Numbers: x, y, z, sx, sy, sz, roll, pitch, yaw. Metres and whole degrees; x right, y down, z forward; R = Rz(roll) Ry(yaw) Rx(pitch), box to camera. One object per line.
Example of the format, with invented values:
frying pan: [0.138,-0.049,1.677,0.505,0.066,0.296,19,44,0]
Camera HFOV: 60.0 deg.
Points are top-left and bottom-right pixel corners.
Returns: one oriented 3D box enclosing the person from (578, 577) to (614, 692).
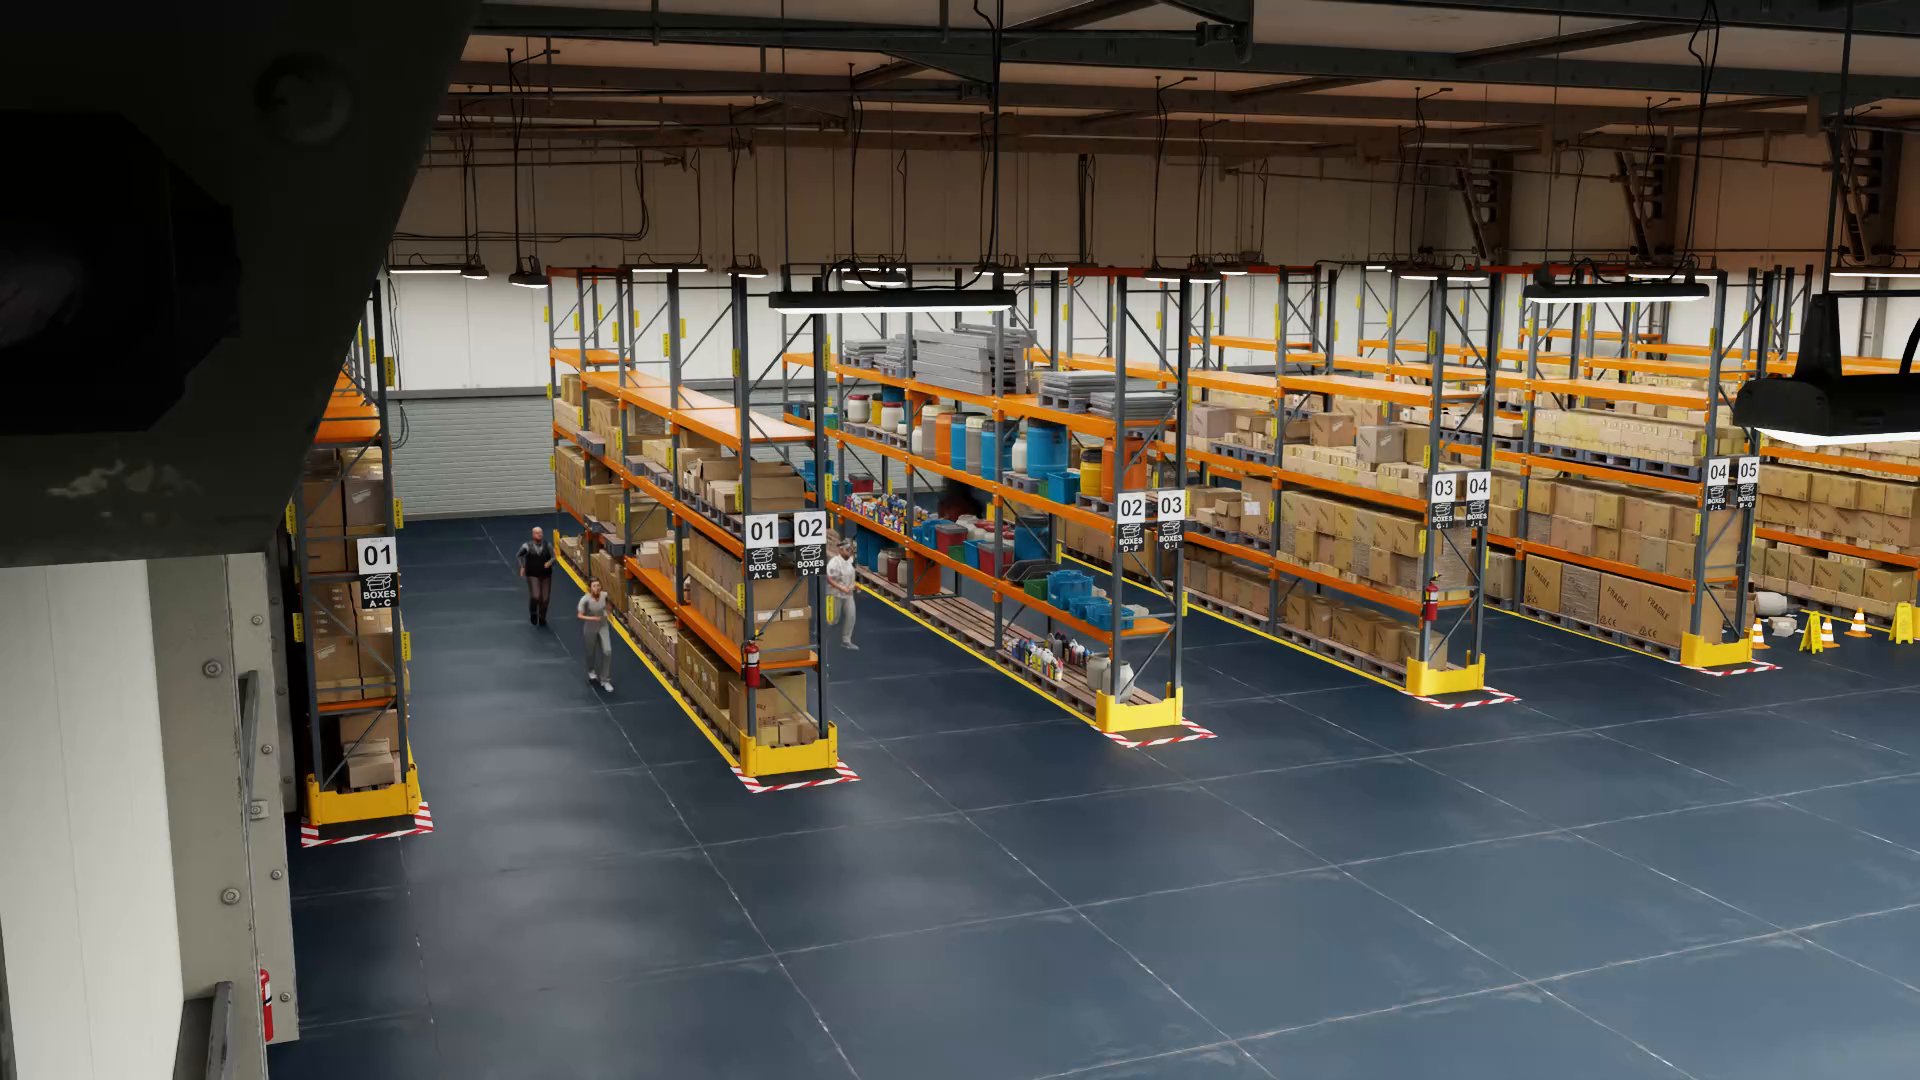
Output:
person: [-5.328,1.330,24.291,0.566,1.660,0.945,-5,11,-25]

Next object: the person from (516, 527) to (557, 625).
person: [-7.129,0.622,28.113,0.654,1.683,0.646,-4,11,-23]

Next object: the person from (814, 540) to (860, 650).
person: [-1.912,0.846,25.874,0.808,1.779,0.658,9,13,40]
